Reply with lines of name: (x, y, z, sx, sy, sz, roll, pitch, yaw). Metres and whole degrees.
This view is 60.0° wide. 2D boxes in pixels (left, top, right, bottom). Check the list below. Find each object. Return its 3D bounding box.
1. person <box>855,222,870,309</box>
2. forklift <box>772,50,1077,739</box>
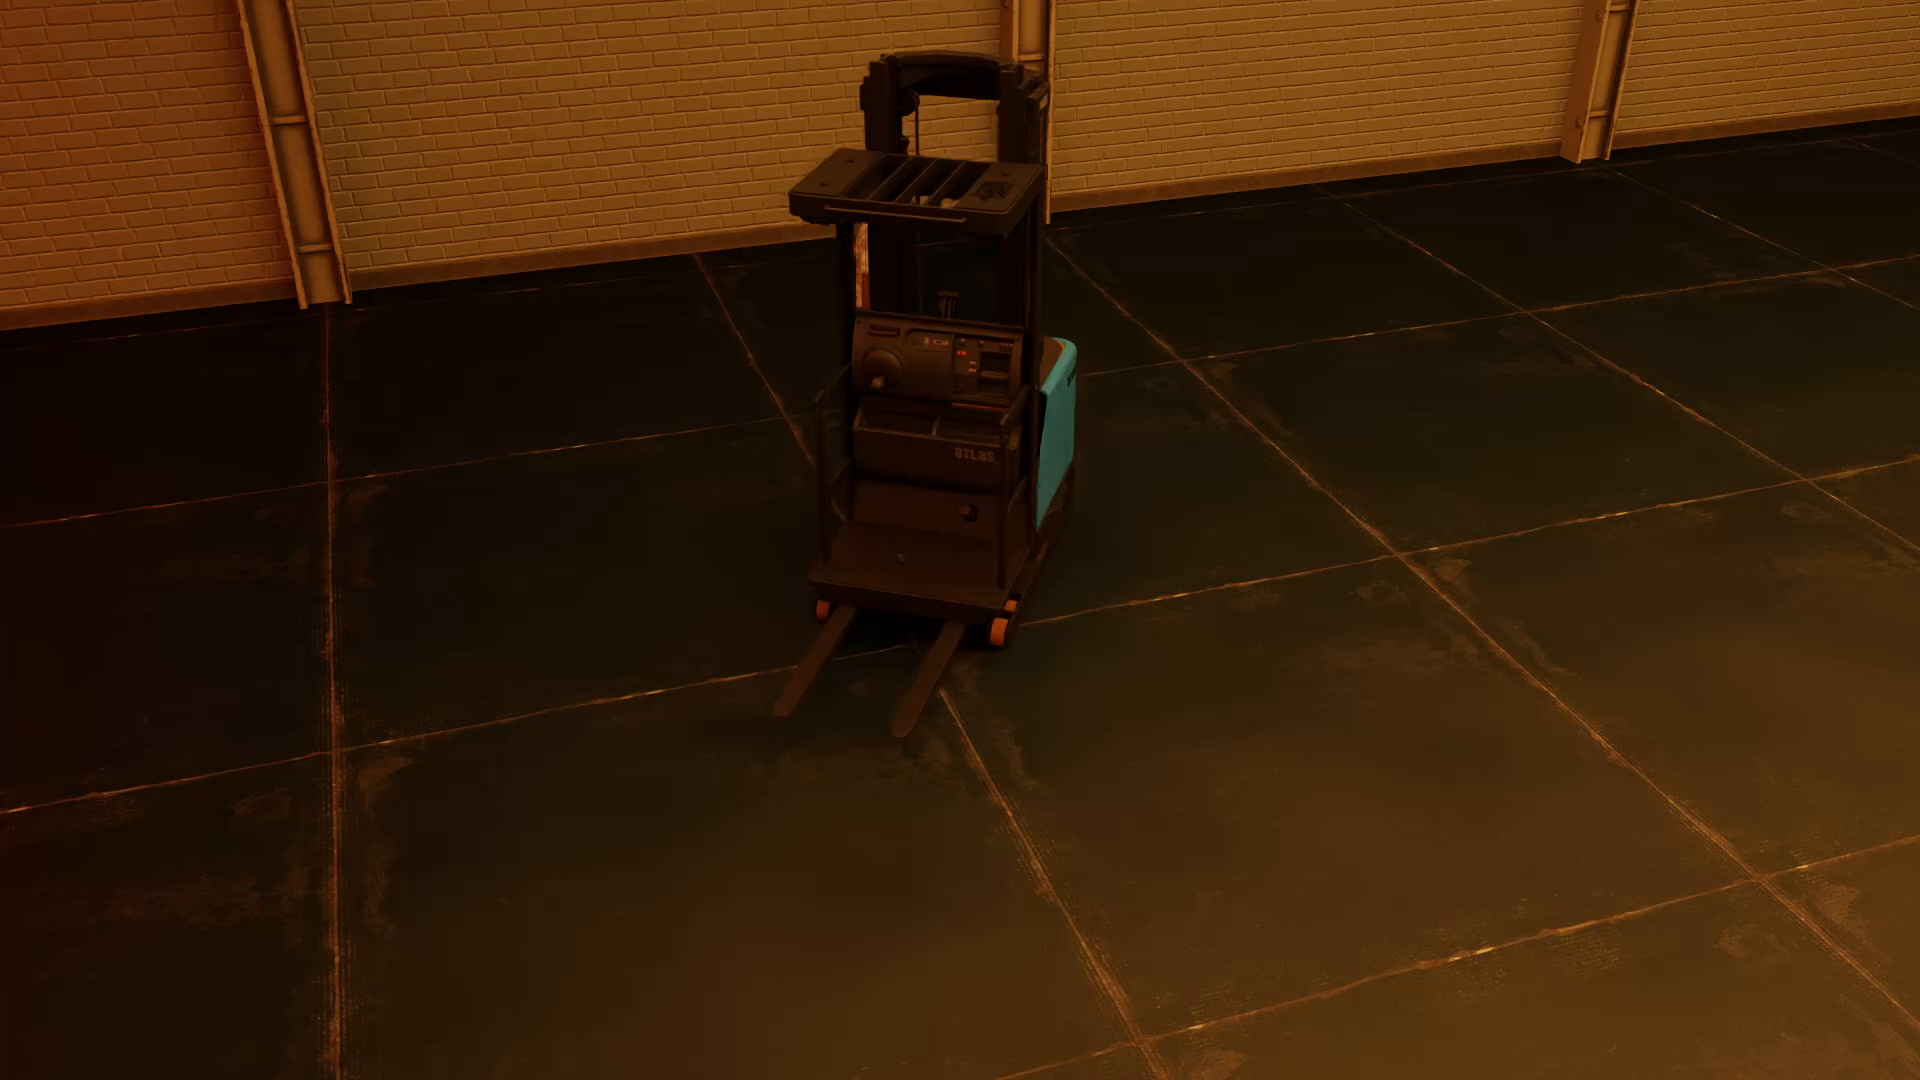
person: (-0.569, -1.565, 11.150, 0.427, 1.634, 0.796, -2, 30, -4)
forklift: (-0.181, -0.903, 8.657, 1.130, 2.935, 3.031, 8, 31, 14)
